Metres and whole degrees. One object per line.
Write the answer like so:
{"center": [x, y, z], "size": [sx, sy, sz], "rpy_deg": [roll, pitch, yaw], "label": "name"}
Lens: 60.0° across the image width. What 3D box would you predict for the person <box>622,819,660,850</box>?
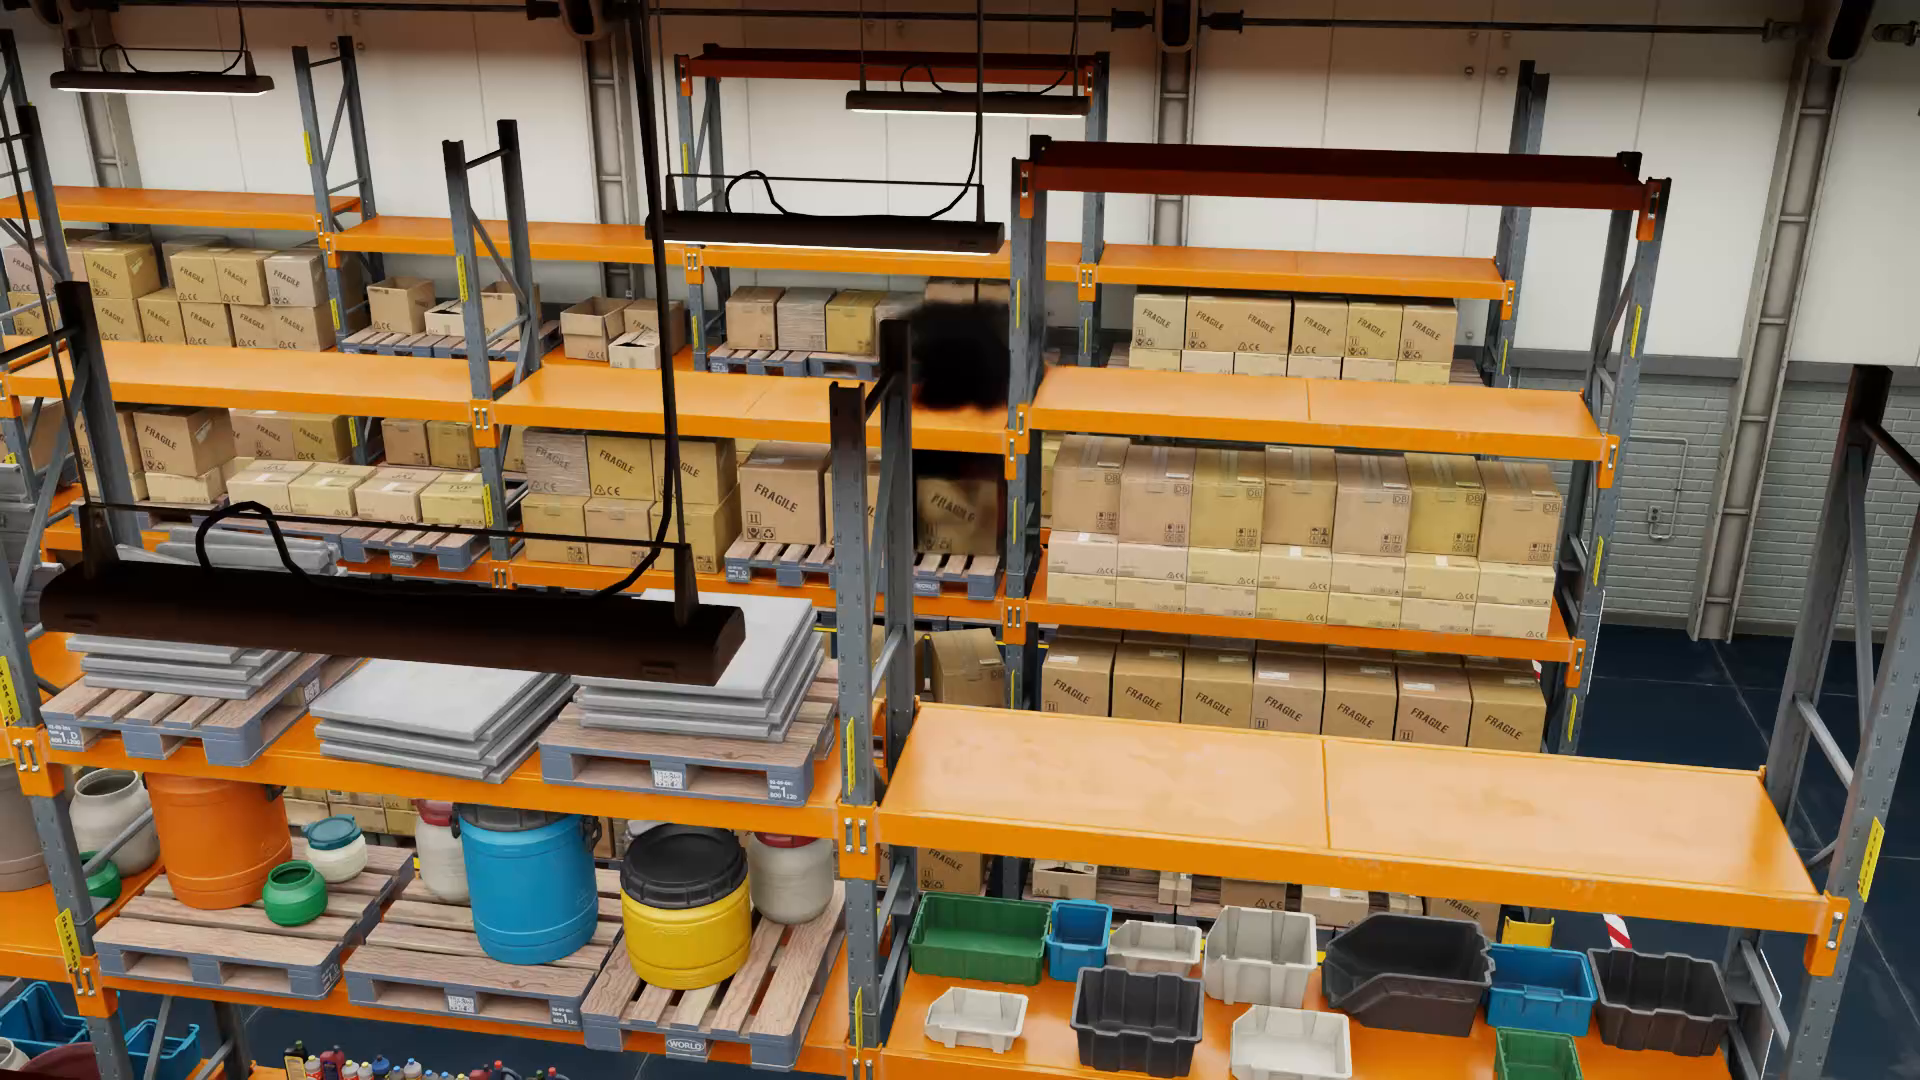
{"center": [-2.106, 2.692, 12.026], "size": [0.812, 1.625, 0.667], "rpy_deg": [10, 25, 22], "label": "person"}
